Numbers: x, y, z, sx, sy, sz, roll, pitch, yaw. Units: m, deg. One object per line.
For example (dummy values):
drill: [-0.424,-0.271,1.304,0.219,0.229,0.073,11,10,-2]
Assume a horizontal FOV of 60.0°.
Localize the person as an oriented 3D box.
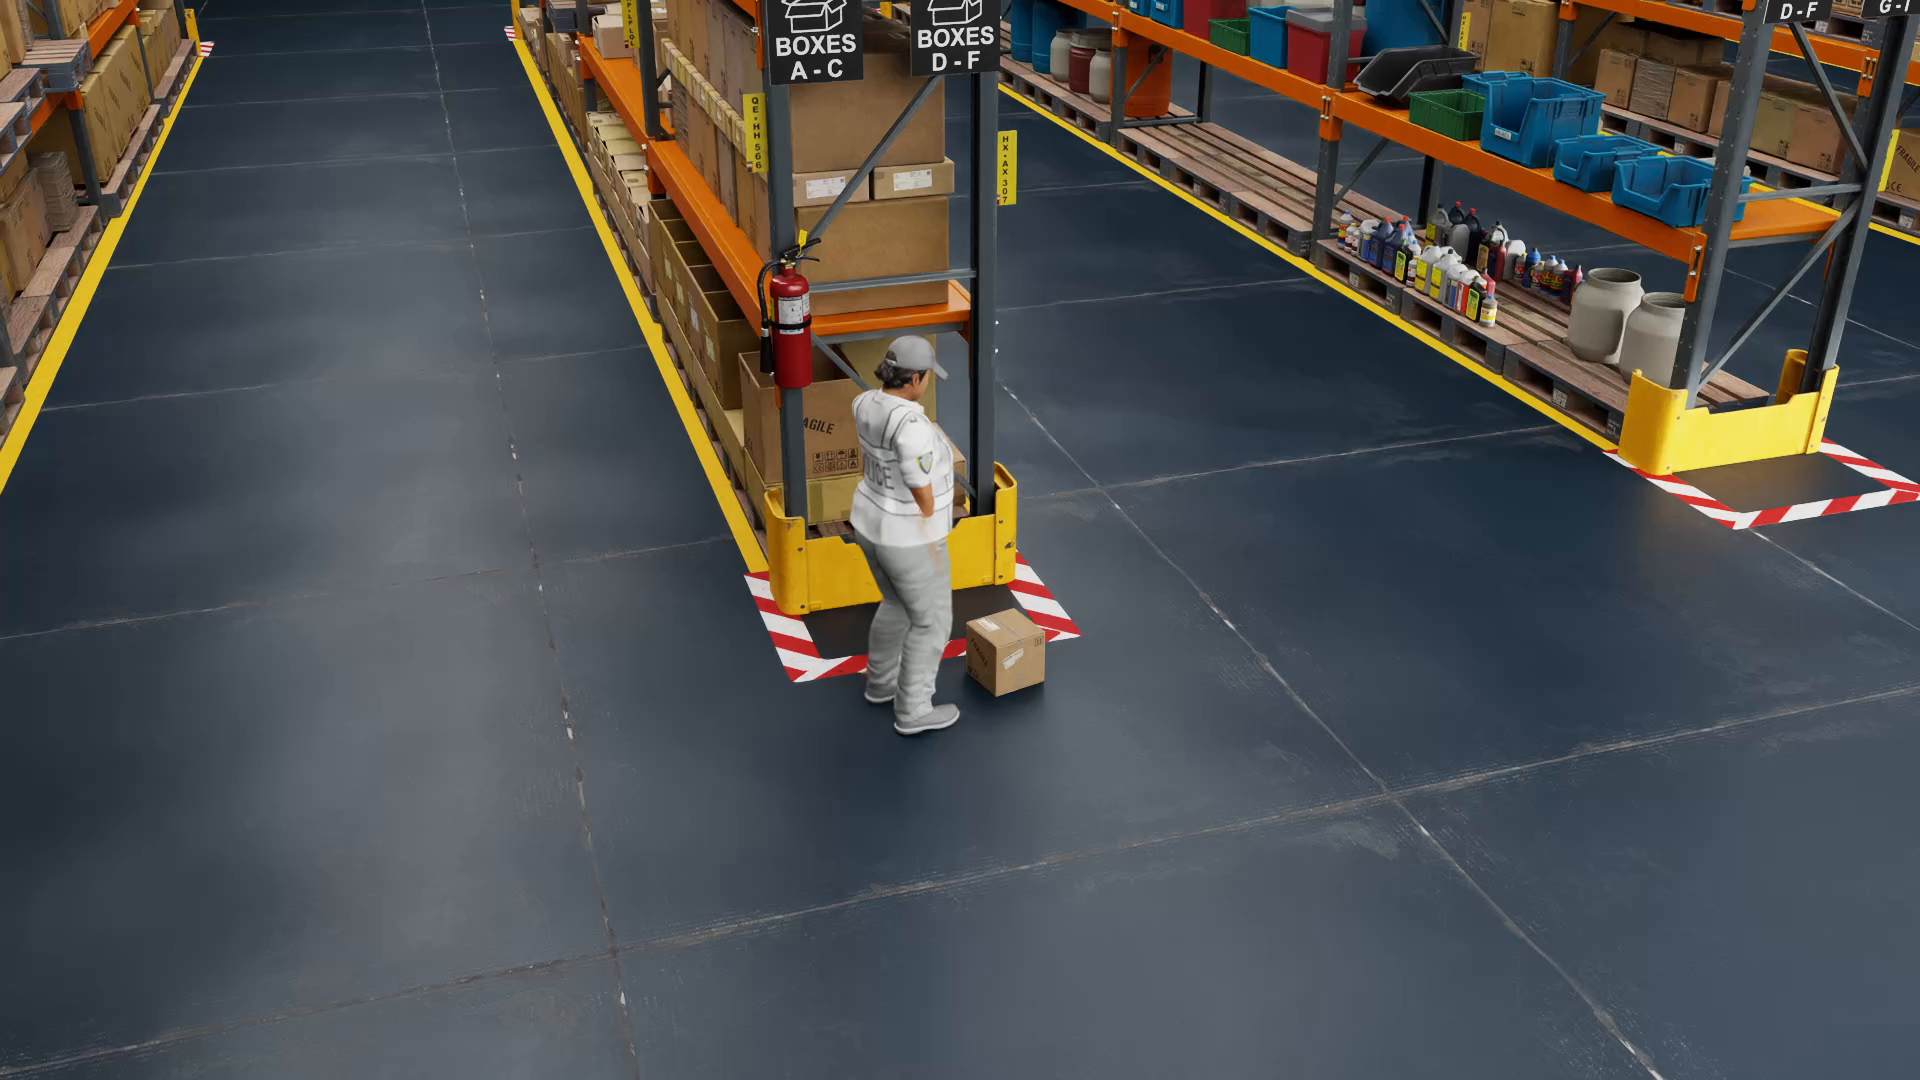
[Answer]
person: [-0.225,-0.027,6.692,0.401,1.650,0.476,-15,30,-27]
